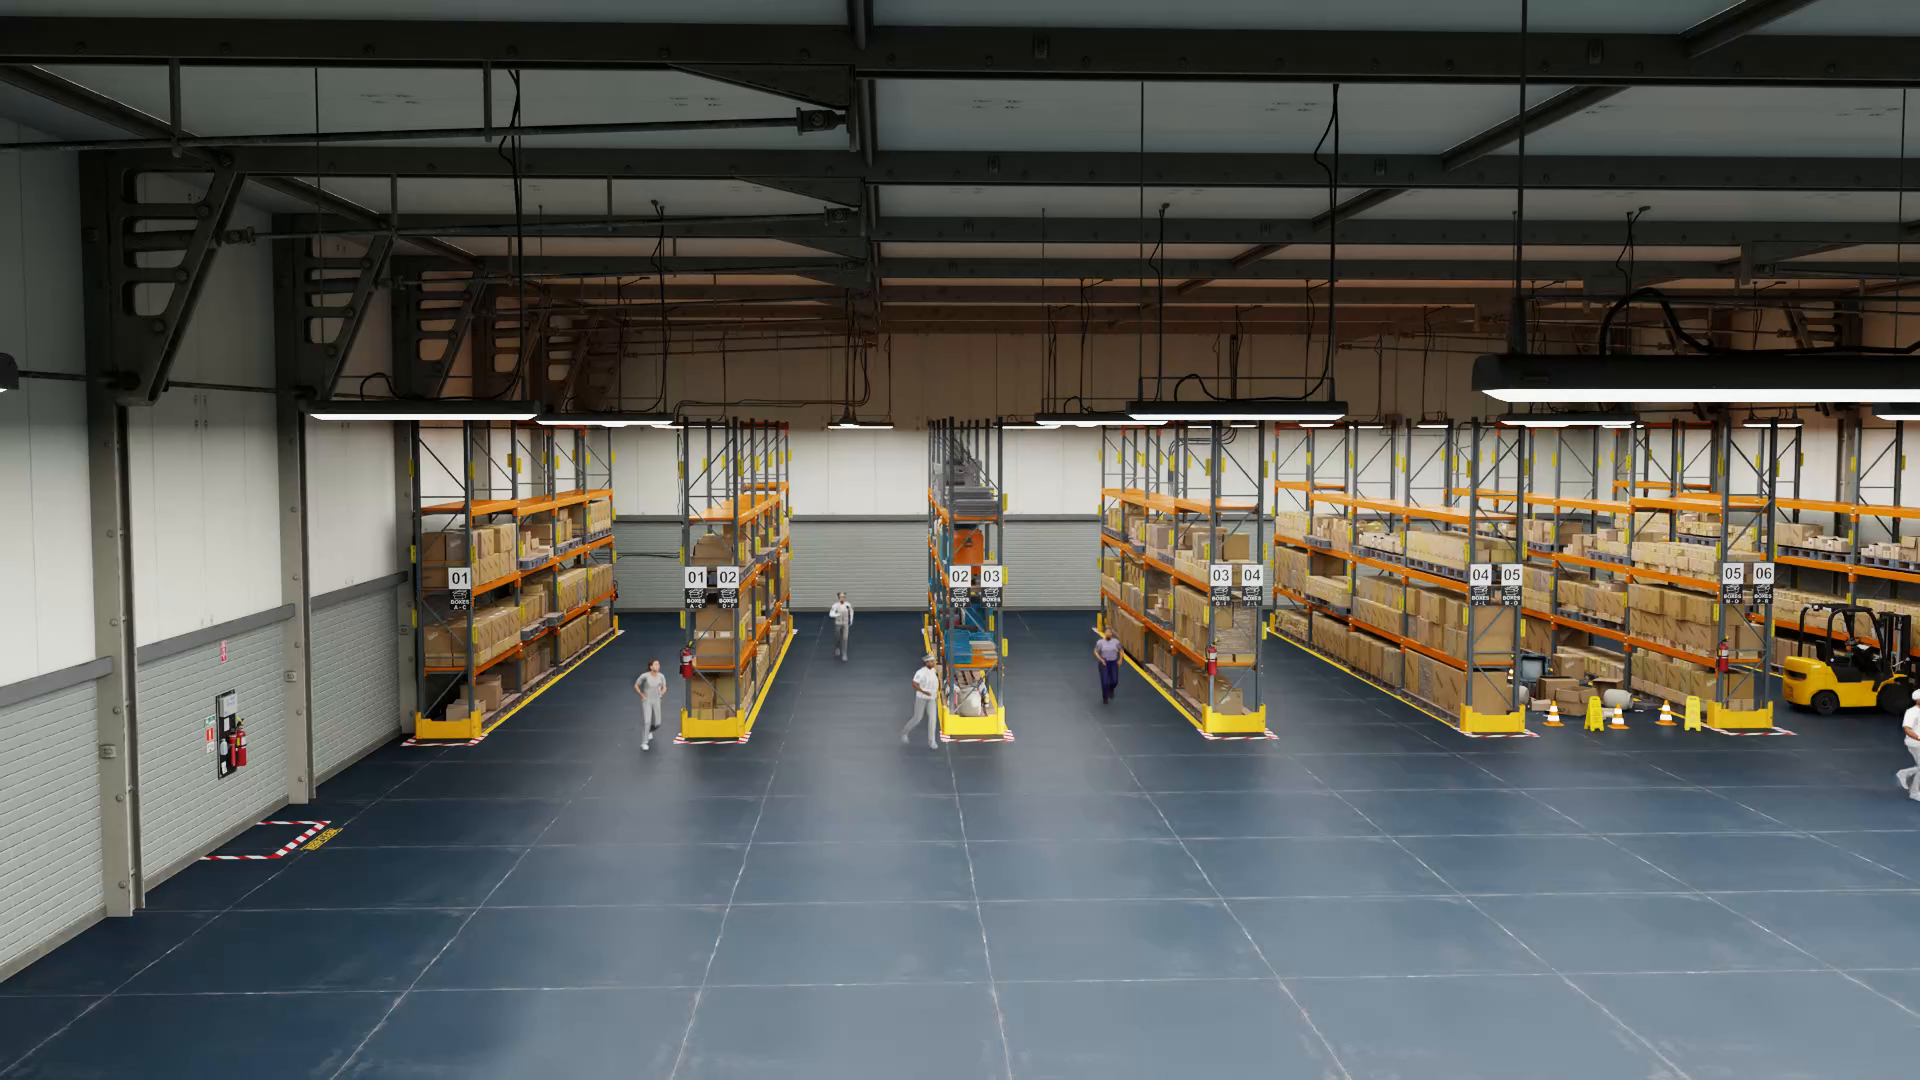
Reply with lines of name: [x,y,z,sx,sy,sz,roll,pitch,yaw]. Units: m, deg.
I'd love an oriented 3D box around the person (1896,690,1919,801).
person: [14.892,3.177,25.885,0.728,1.726,0.614,-3,5,-39]

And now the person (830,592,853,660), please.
person: [-2.970,2.133,41.768,0.631,1.681,0.899,-1,4,-12]

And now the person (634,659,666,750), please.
person: [-5.629,2.968,30.306,0.587,1.601,0.679,-2,4,-31]

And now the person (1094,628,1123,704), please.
person: [3.139,2.642,35.037,0.640,1.606,0.571,0,4,-6]

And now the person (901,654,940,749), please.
person: [-0.598,2.905,30.269,0.662,1.673,0.921,-3,5,-38]
